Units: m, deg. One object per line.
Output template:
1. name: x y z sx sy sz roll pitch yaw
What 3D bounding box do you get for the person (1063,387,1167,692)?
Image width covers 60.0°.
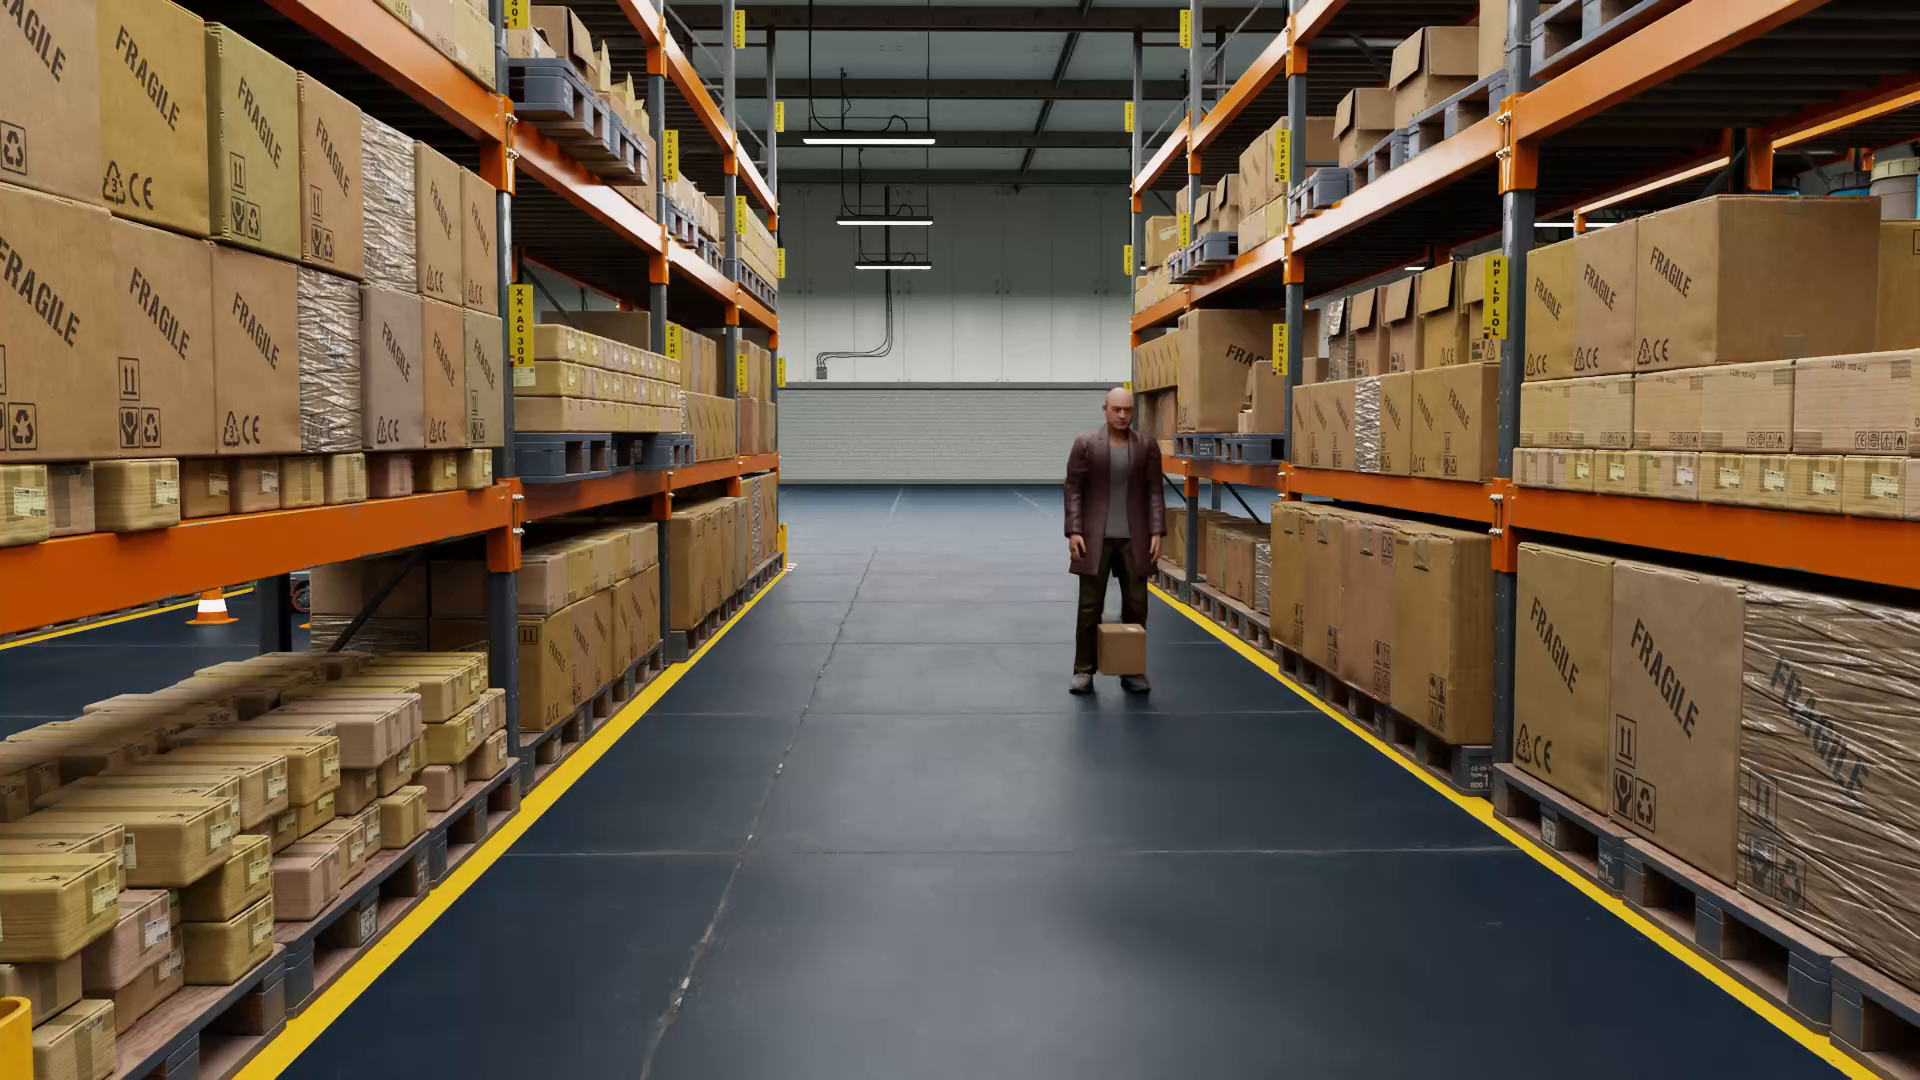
1. person: 0.911 -0.005 9.762 0.606 1.775 0.425 0 4 -3
